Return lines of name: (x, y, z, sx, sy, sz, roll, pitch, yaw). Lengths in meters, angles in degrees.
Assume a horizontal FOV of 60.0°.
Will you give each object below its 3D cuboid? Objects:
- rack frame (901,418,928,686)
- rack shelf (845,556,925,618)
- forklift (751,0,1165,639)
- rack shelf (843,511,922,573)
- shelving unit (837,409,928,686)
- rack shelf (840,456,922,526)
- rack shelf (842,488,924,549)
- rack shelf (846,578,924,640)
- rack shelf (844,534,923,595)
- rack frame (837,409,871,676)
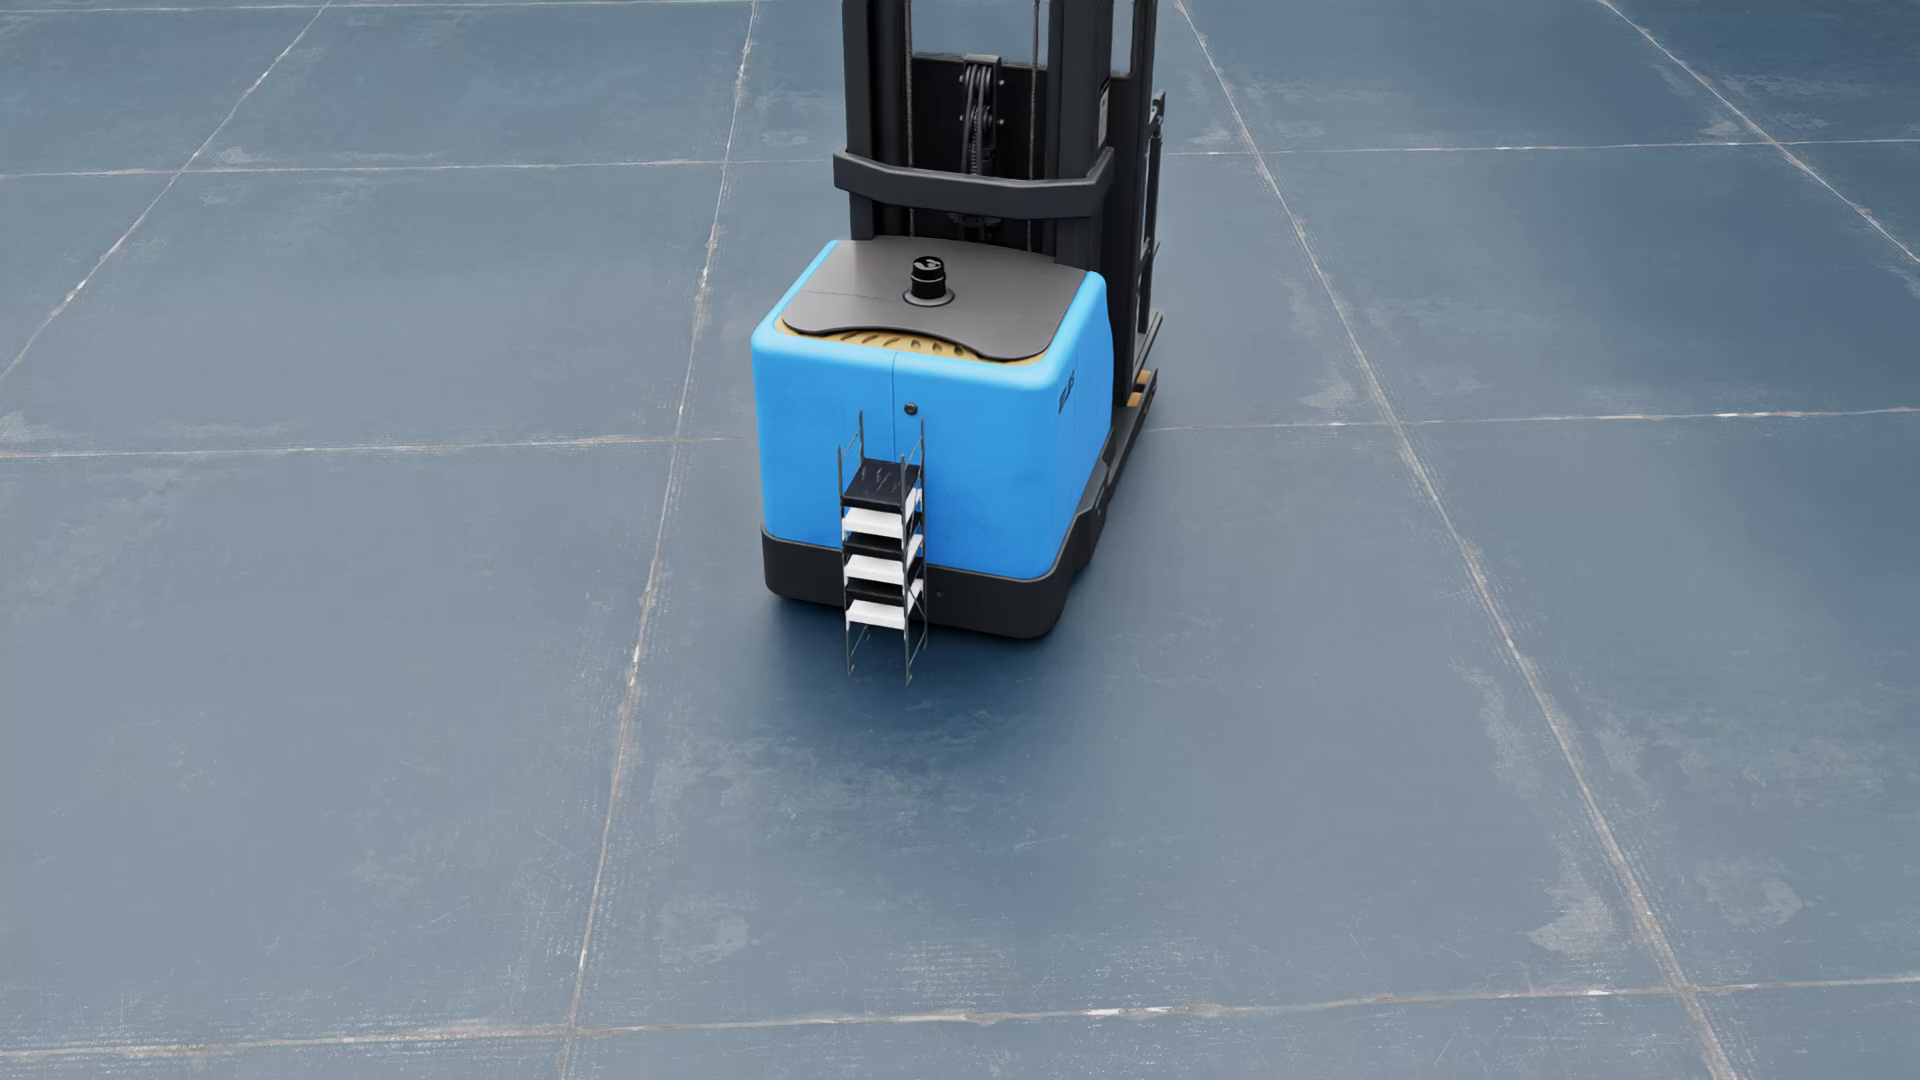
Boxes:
rack frame: (-0.145, 0.051, 5.385, 0.006, 0.900, 0.240, 9, 36, 12)
rack shelf: (-0.244, 0.138, 5.477, 0.200, 0.077, 0.258, 9, 36, 12)
forklift: (0.207, -1.707, 6.141, 1.130, 2.935, 3.031, 9, 36, 13)
rack shelf: (-0.244, -0.010, 5.374, 0.200, 0.077, 0.258, 9, 36, 12)
shelving unit: (-0.244, 0.036, 5.407, 0.210, 0.900, 0.258, 9, 36, 12)
rack shelf: (-0.244, -0.158, 5.272, 0.200, 0.077, 0.258, 9, 36, 12)
rack shelf: (-0.244, -0.084, 5.323, 0.200, 0.077, 0.258, 9, 36, 12)
rack shelf: (-0.244, 0.212, 5.528, 0.200, 0.077, 0.258, 9, 36, 12)
rack shelf: (-0.244, 0.064, 5.426, 0.200, 0.077, 0.258, 9, 36, 12)
rack frame: (-0.342, 0.021, 5.428, 0.006, 0.900, 0.240, 9, 36, 12)
